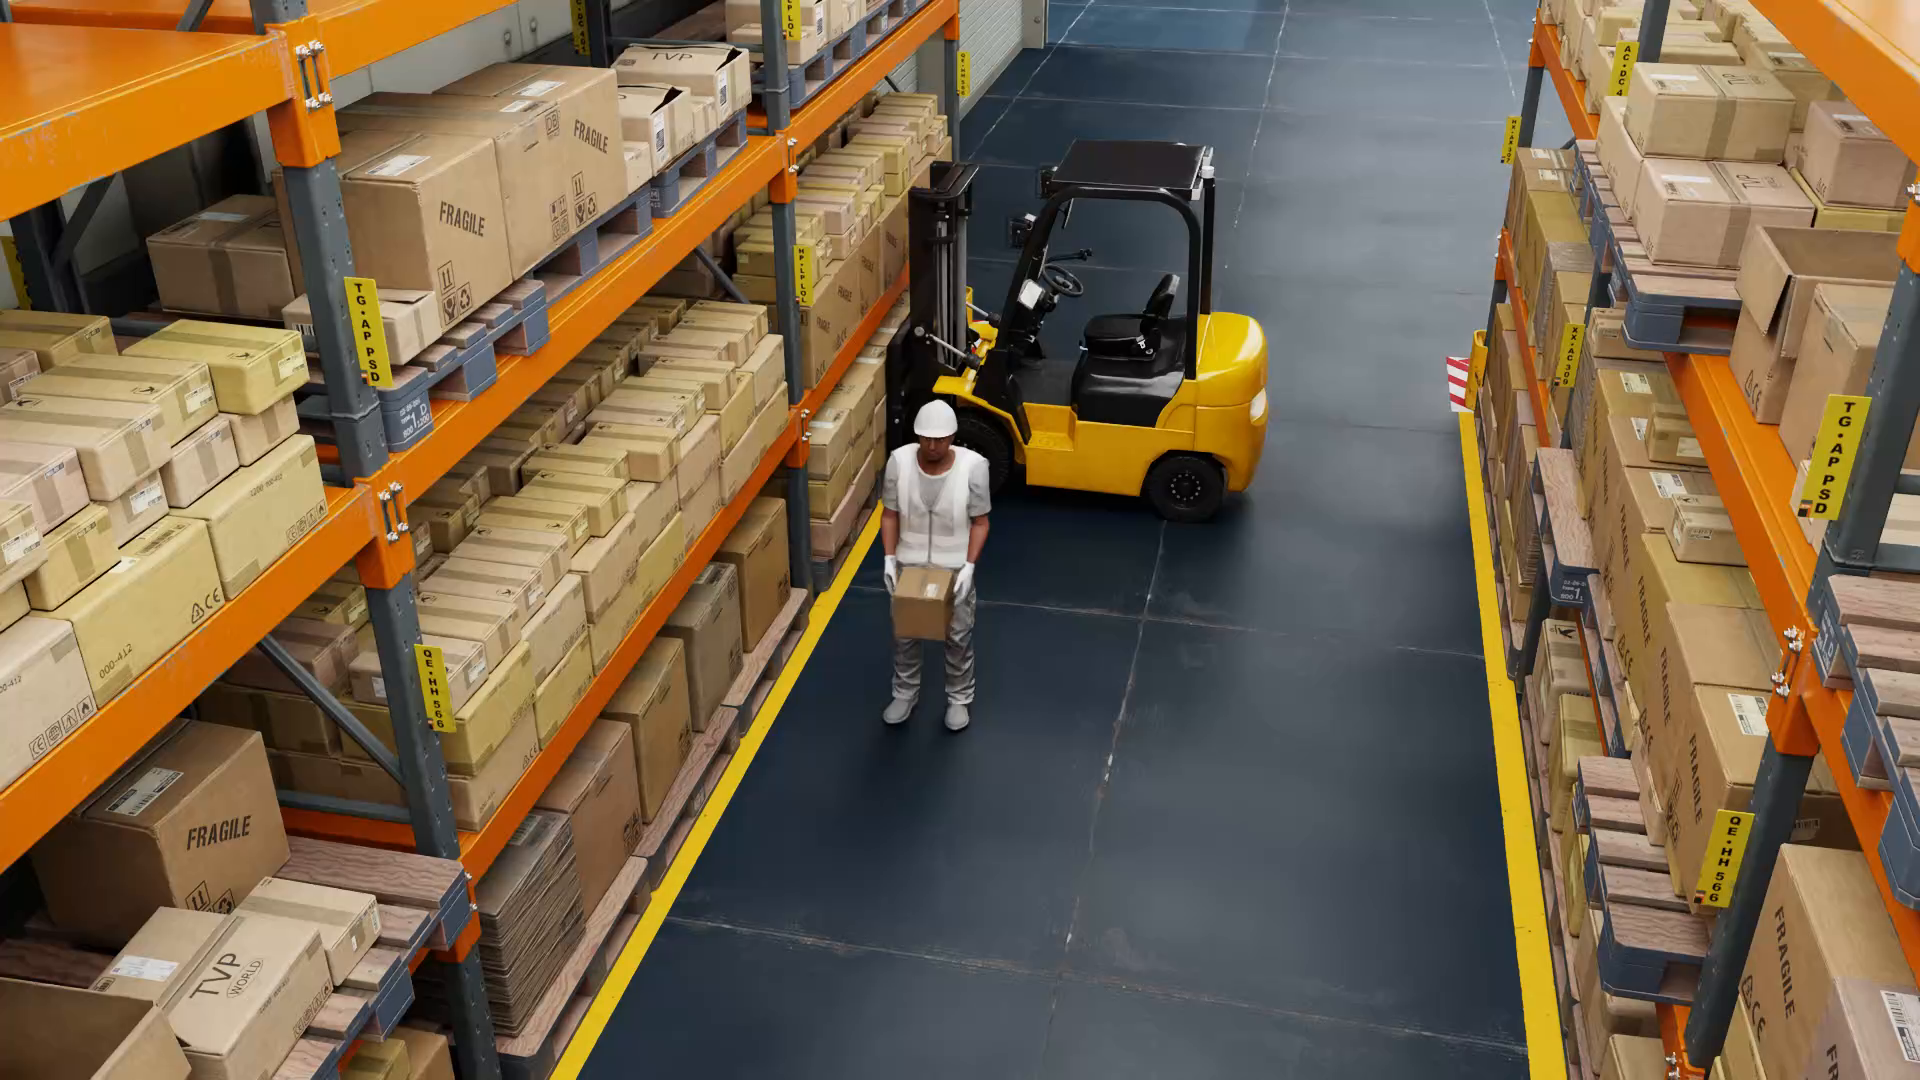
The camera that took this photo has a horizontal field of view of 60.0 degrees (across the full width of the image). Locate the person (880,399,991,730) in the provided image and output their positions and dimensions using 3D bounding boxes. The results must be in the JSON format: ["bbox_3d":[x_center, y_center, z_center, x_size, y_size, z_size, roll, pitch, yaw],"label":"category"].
[{"bbox_3d":[-0.130,0.135,8.351,0.555,1.787,0.469,5,29,10],"label":"person"}]
